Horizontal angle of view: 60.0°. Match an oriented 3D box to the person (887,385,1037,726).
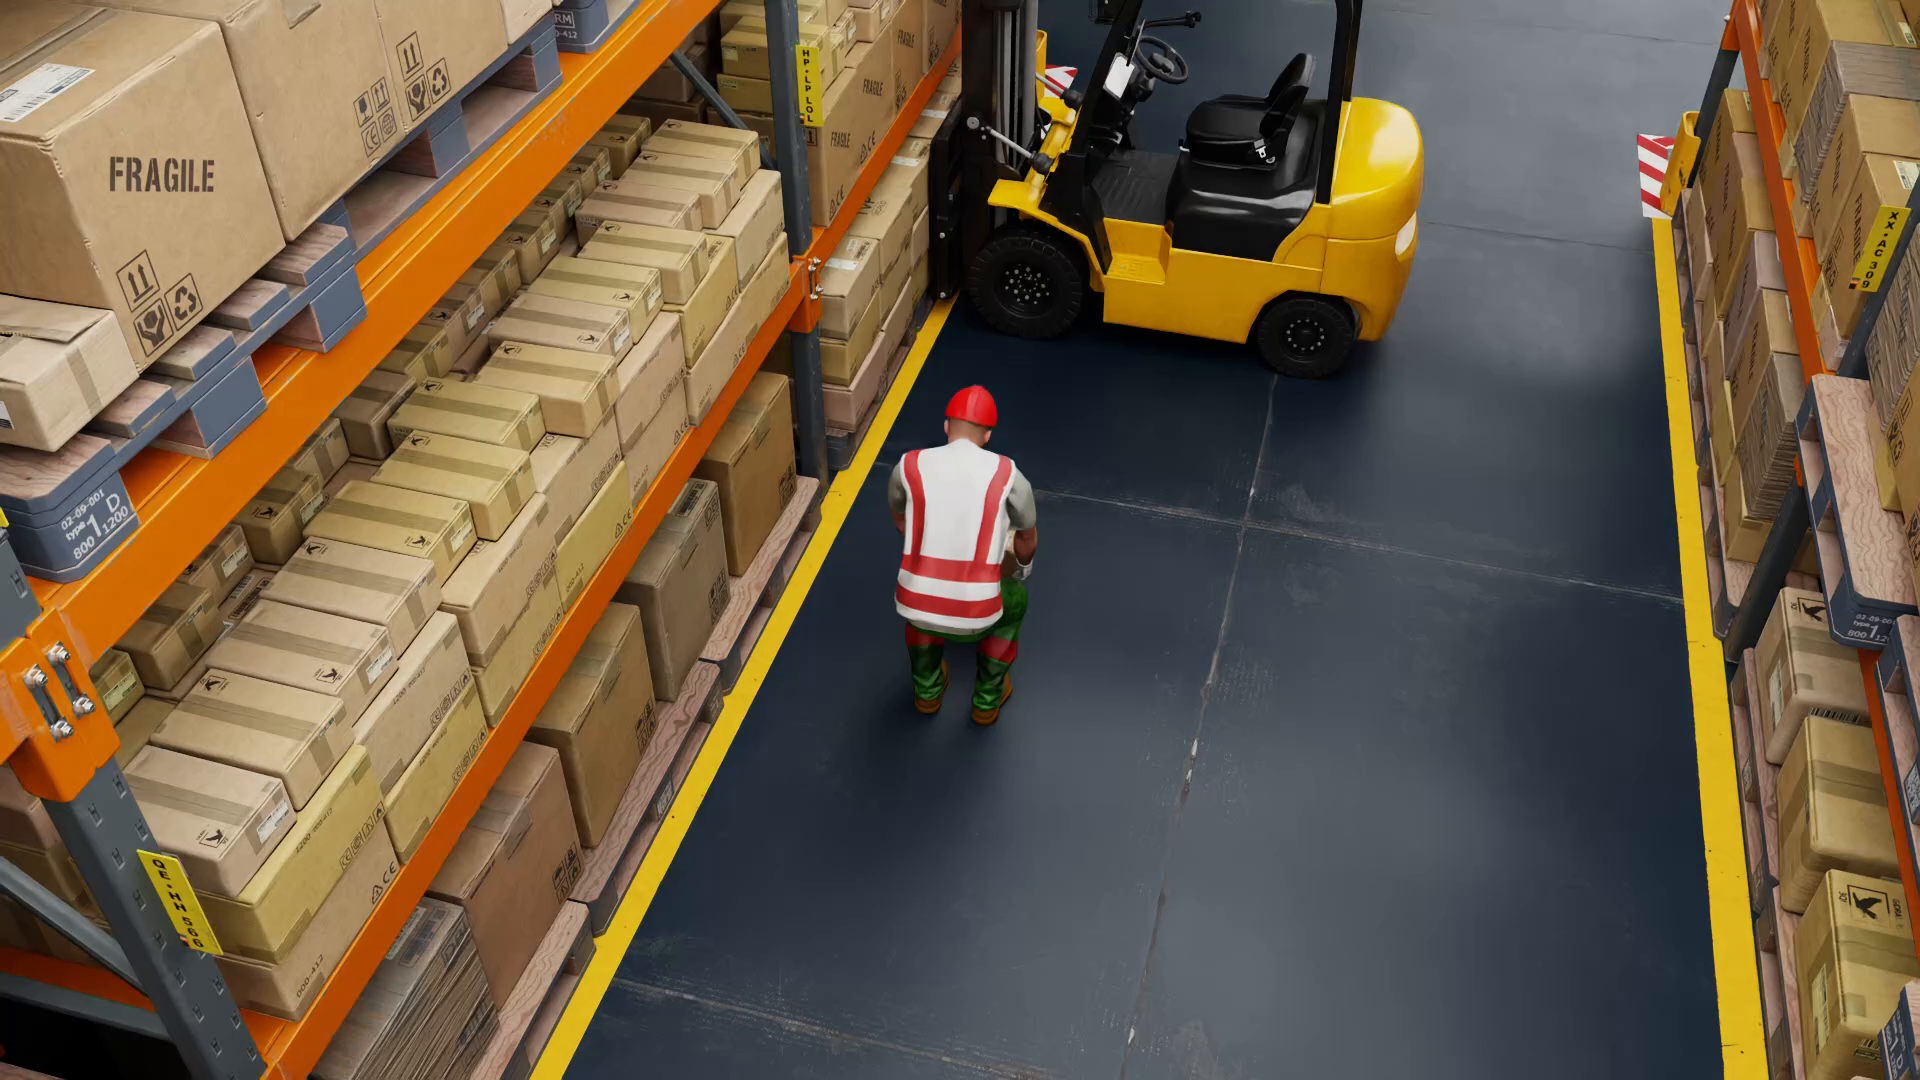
[{"bbox_3d":[-0.020,0.097,6.429,0.586,1.267,0.825,10,42,11],"label":"person"}]
